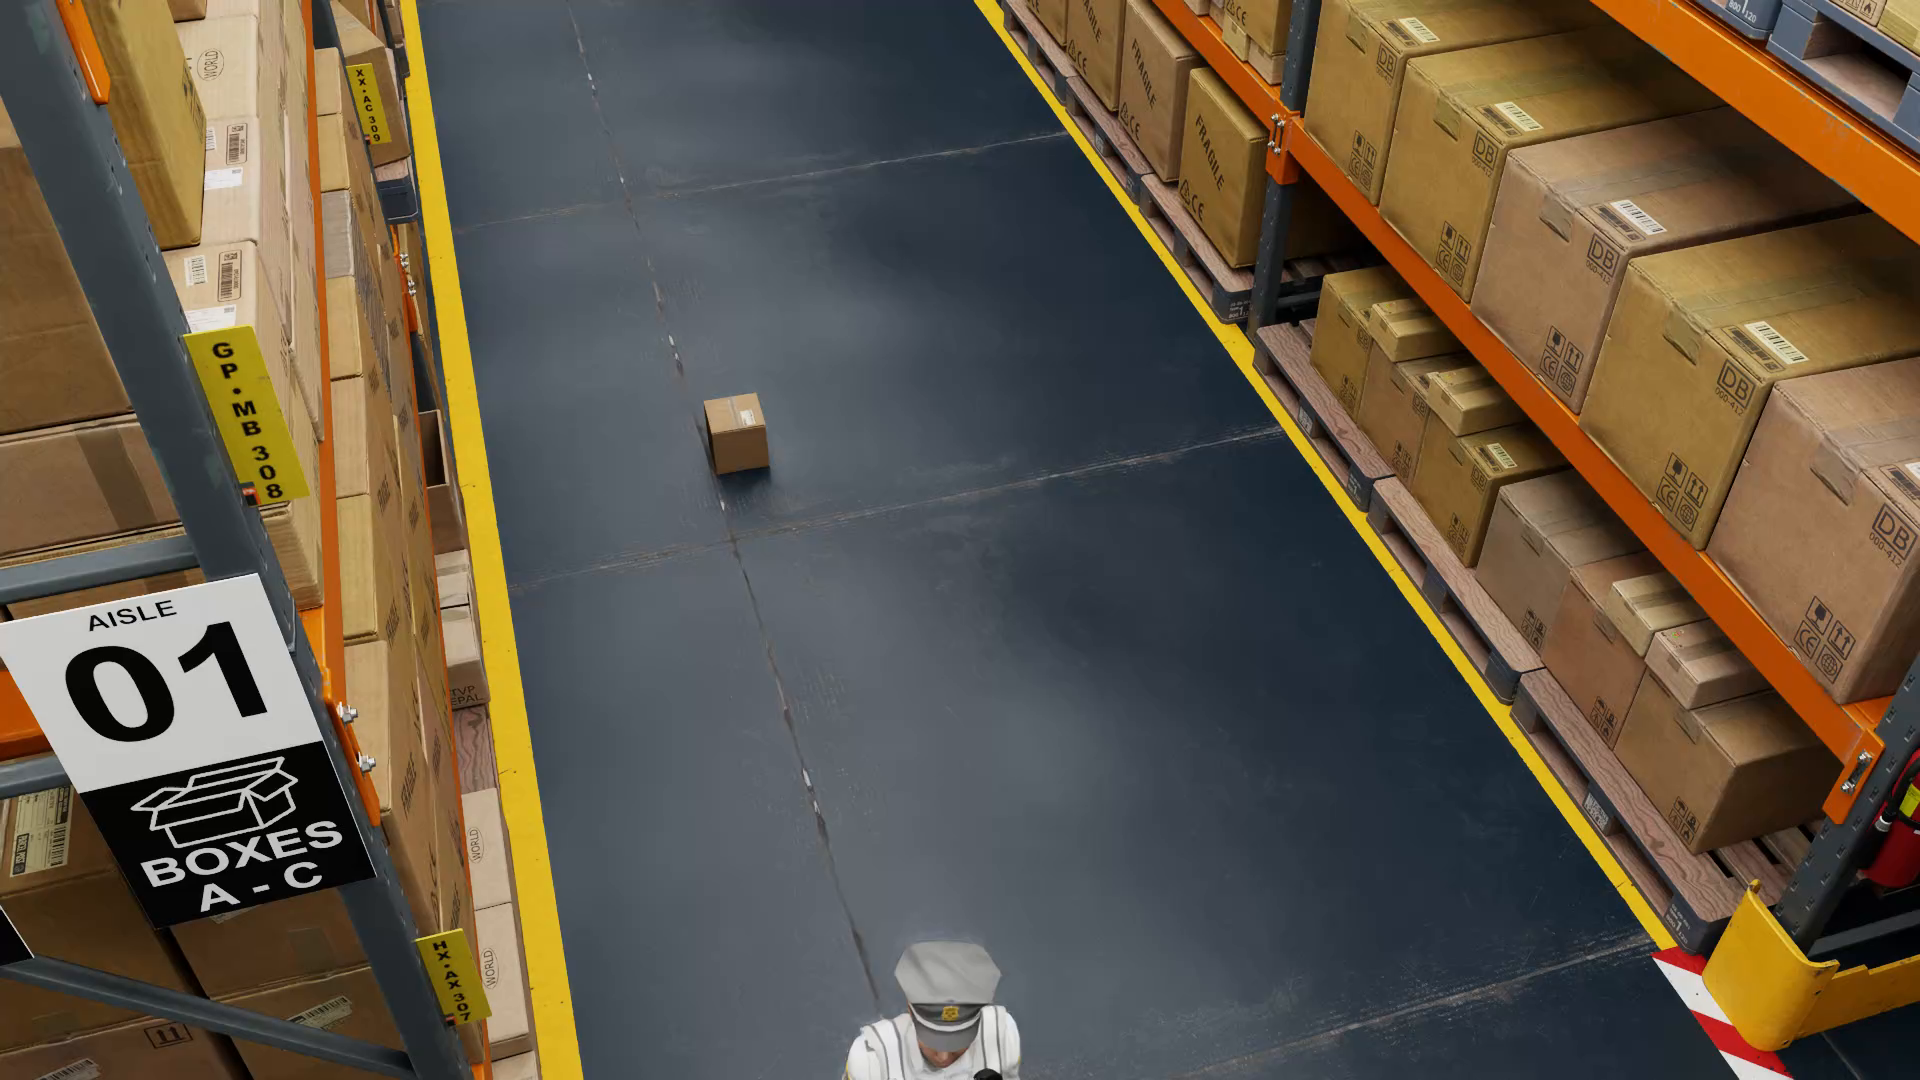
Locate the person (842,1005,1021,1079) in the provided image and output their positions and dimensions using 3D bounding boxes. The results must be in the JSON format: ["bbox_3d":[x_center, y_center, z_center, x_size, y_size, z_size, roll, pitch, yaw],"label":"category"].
[{"bbox_3d":[-0.069,1.404,4.167,0.502,0.619,0.319,-10,43,-11],"label":"person"}]
